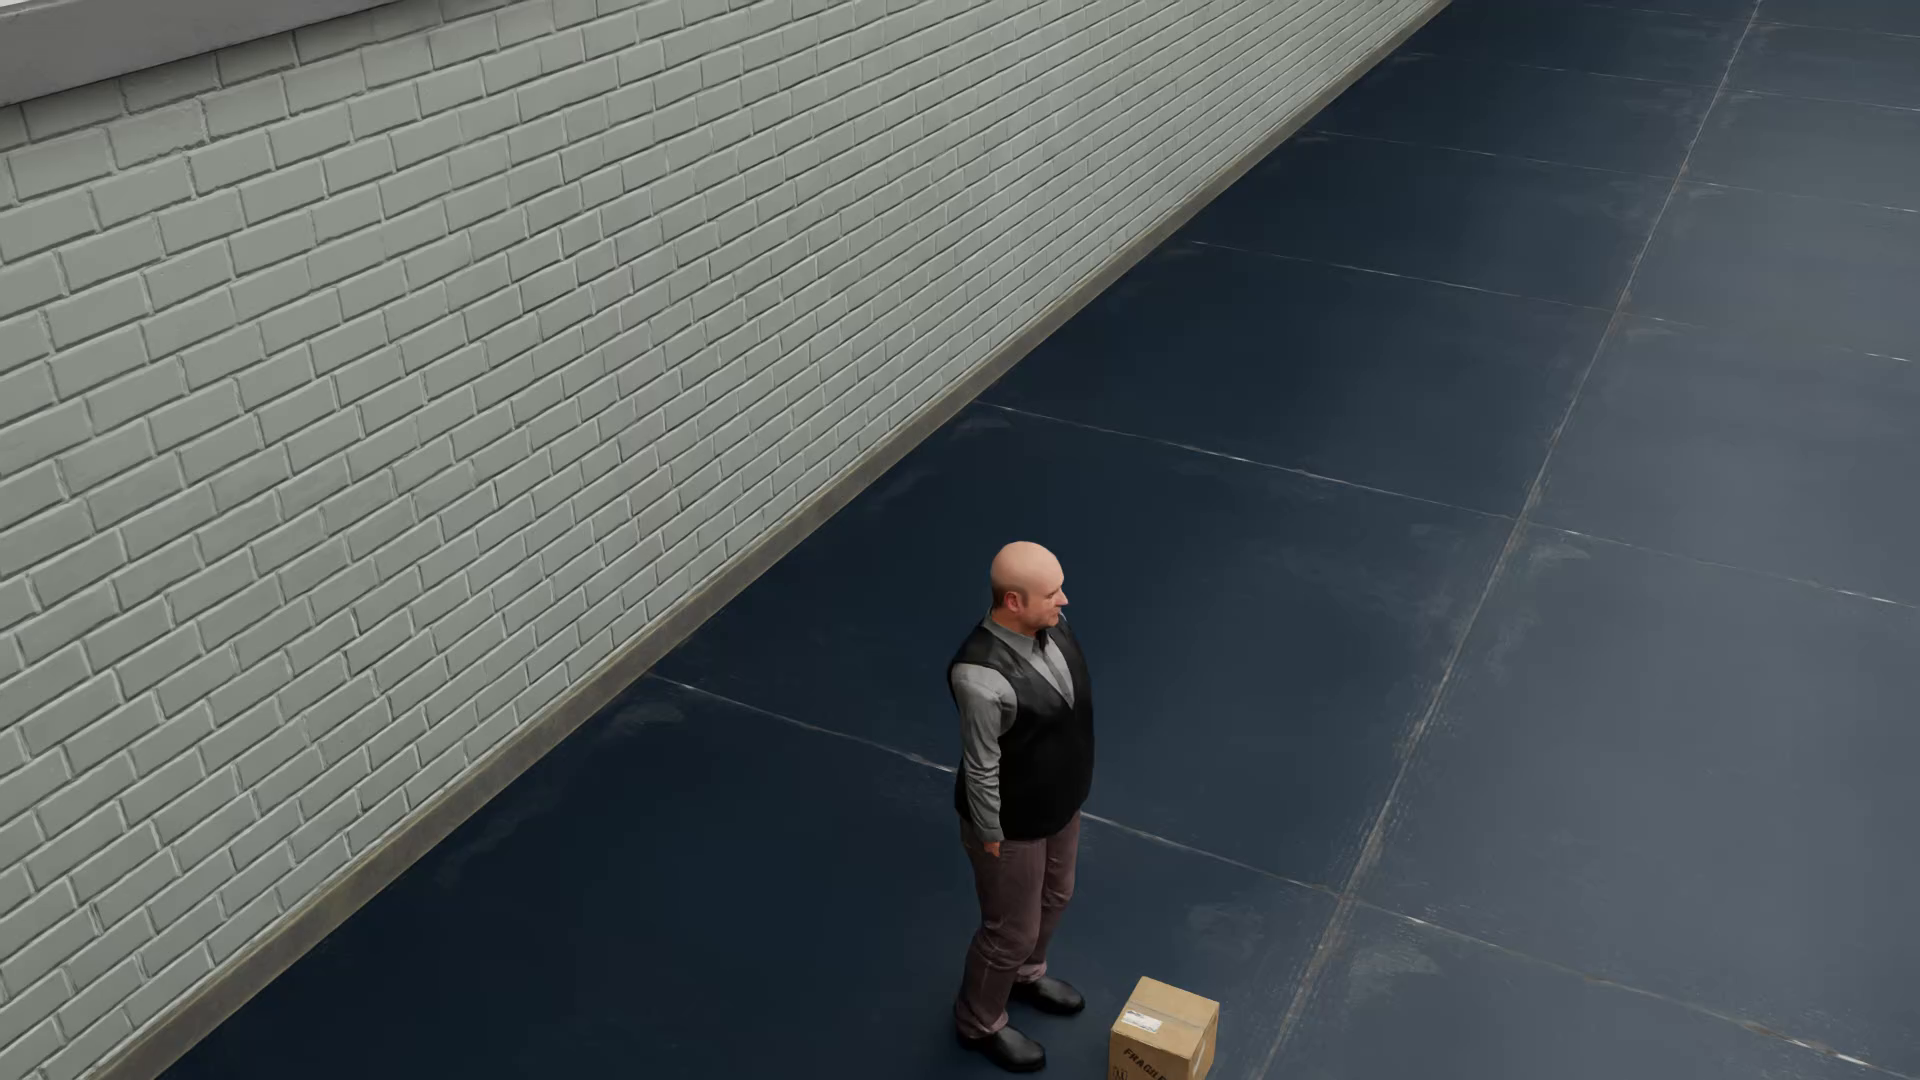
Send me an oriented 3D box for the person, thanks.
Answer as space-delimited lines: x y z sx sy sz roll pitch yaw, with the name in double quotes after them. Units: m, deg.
0.191 0.764 4.831 0.359 1.716 0.533 15 33 24 "person"
